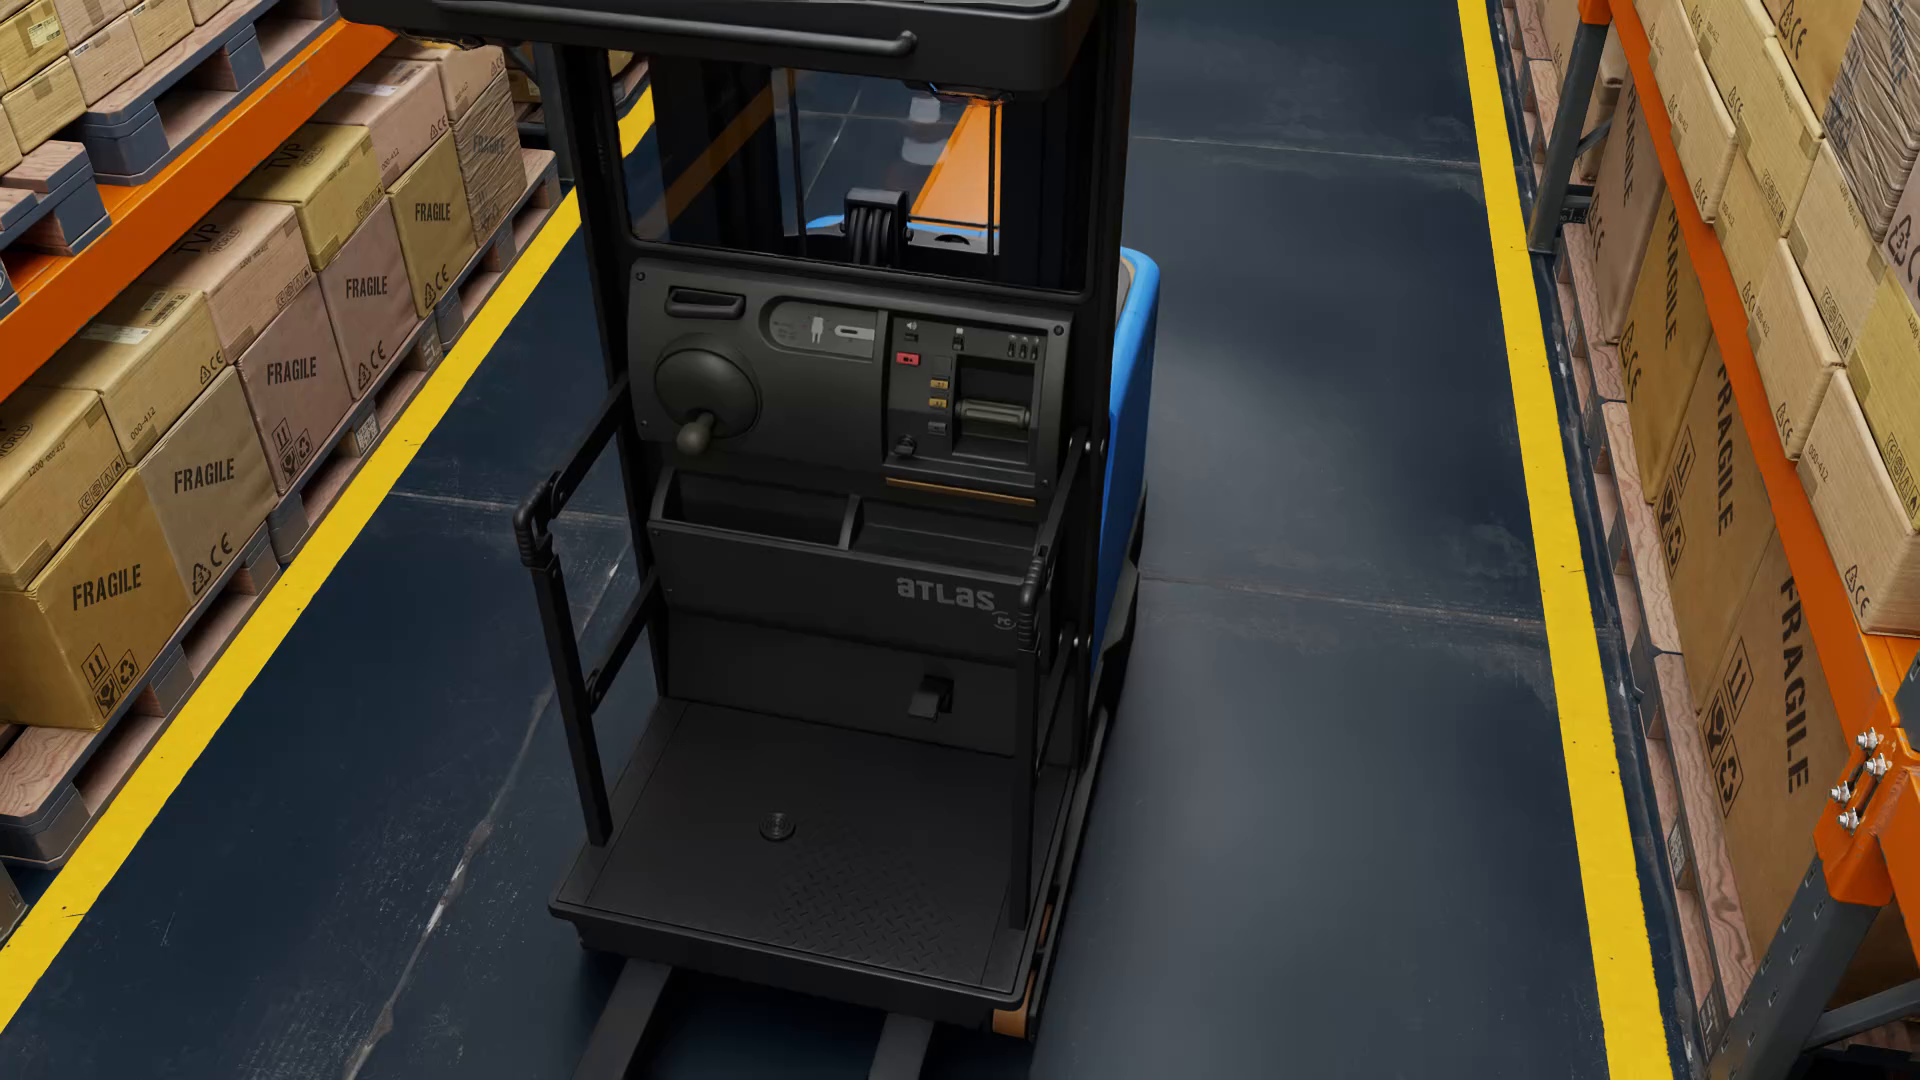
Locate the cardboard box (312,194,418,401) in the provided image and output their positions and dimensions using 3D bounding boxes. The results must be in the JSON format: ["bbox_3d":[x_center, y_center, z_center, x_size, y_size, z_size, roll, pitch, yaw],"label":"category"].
[{"bbox_3d":[-2.186,-0.827,5.528,0.500,0.500,0.500,6,40,7],"label":"cardboard box"}]

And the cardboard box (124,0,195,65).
[{"bbox_3d":[-2.313,-1.409,4.468,0.380,0.149,0.250,7,40,8],"label":"cardboard box"}]

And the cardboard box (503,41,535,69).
[{"bbox_3d":[-1.746,-2.134,7.151,0.380,0.149,0.250,8,40,10],"label":"cardboard box"}]

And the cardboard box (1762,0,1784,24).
[{"bbox_3d":[2.176,-1.499,3.846,0.500,0.500,0.500,6,40,7],"label":"cardboard box"}]

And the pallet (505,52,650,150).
[{"bbox_3d":[-2.043,-2.115,7.642,1.003,0.211,1.213,6,40,8],"label":"pallet"}]

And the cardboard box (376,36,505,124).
[{"bbox_3d":[-2.004,-1.756,6.064,0.500,0.250,0.500,5,40,6],"label":"cardboard box"}]

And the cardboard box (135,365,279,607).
[{"bbox_3d":[-2.359,-0.184,4.750,0.500,0.500,0.500,7,40,8],"label":"cardboard box"}]

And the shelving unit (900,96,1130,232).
[{"bbox_3d":[0.179,-0.831,5.372,0.538,1.125,1.048,9,40,11],"label":"shelving unit"}]

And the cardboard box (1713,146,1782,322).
[{"bbox_3d":[2.084,-0.696,3.855,0.500,0.250,0.500,6,40,7],"label":"cardboard box"}]

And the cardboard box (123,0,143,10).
[{"bbox_3d":[-2.313,-1.523,4.372,0.380,0.149,0.250,6,40,7],"label":"cardboard box"}]

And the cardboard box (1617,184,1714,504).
[{"bbox_3d":[2.592,-0.659,5.031,0.875,0.875,0.875,7,40,9],"label":"cardboard box"}]

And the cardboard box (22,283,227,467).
[{"bbox_3d":[-2.371,-0.465,4.502,0.500,0.250,0.500,6,40,7],"label":"cardboard box"}]

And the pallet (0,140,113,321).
[{"bbox_3d":[-2.798,-0.639,3.819,1.213,0.211,1.003,6,40,8],"label":"pallet"}]

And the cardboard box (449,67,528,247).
[{"bbox_3d":[-2.004,-1.470,6.306,0.500,0.500,0.500,6,40,7],"label":"cardboard box"}]

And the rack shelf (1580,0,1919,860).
[{"bbox_3d":[2.423,-0.749,4.367,1.077,0.370,4.000,6,40,8],"label":"rack shelf"}]

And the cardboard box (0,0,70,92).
[{"bbox_3d":[-2.404,-1.211,3.995,0.380,0.149,0.250,7,40,8],"label":"cardboard box"}]

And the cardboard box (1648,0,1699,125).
[{"bbox_3d":[2.240,-1.332,4.625,0.500,0.250,0.500,6,40,7],"label":"cardboard box"}]

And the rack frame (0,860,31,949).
[{"bbox_3d":[-2.816,-0.254,3.203,1.000,3.000,0.127,6,40,8],"label":"rack frame"}]

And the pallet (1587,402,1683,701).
[{"bbox_3d":[2.501,0.054,5.019,1.003,0.211,1.213,6,40,8],"label":"pallet"}]

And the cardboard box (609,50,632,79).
[{"bbox_3d":[-1.699,-2.187,7.449,0.380,0.149,0.250,8,40,9],"label":"cardboard box"}]

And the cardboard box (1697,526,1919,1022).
[{"bbox_3d":[2.278,0.462,3.676,0.875,0.875,0.875,6,40,7],"label":"cardboard box"}]

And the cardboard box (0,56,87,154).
[{"bbox_3d":[-2.402,-1.084,4.075,0.380,0.149,0.250,8,40,10],"label":"cardboard box"}]

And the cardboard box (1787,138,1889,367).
[{"bbox_3d":[1.995,-0.560,3.299,0.500,0.250,0.500,5,40,7],"label":"cardboard box"}]

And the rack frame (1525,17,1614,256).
[{"bbox_3d":[2.769,-2.281,5.655,1.000,3.000,0.127,6,40,8],"label":"rack frame"}]

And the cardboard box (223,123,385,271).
[{"bbox_3d":[-2.184,-1.102,5.272,0.500,0.250,0.500,5,40,6],"label":"cardboard box"}]

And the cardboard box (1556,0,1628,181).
[{"bbox_3d":[2.983,-1.838,6.800,0.875,0.438,0.875,6,40,7],"label":"cardboard box"}]

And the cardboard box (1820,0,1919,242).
[{"bbox_3d":[1.989,-0.871,3.087,0.500,0.500,0.500,7,40,8],"label":"cardboard box"}]

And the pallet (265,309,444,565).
[{"bbox_3d":[-2.466,-0.433,5.607,1.003,0.211,1.213,6,40,8],"label":"pallet"}]

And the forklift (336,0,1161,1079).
[{"bbox_3d":[-0.287,-0.253,3.255,1.130,2.935,3.031,9,40,11],"label":"forklift"}]

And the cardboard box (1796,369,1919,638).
[{"bbox_3d":[1.908,-0.059,3.085,0.500,0.250,0.500,5,40,6],"label":"cardboard box"}]

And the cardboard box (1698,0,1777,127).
[{"bbox_3d":[2.153,-1.210,4.084,0.500,0.250,0.500,5,40,6],"label":"cardboard box"}]

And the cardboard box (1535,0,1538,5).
[{"bbox_3d":[3.295,-2.966,8.164,0.875,0.438,0.875,7,40,9],"label":"cardboard box"}]

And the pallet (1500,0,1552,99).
[{"bbox_3d":[3.186,-2.443,8.040,1.003,0.211,1.213,6,40,8],"label":"pallet"}]

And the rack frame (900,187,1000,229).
[{"bbox_3d":[0.059,-0.516,4.992,0.500,1.125,0.032,9,40,11],"label":"rack frame"}]
